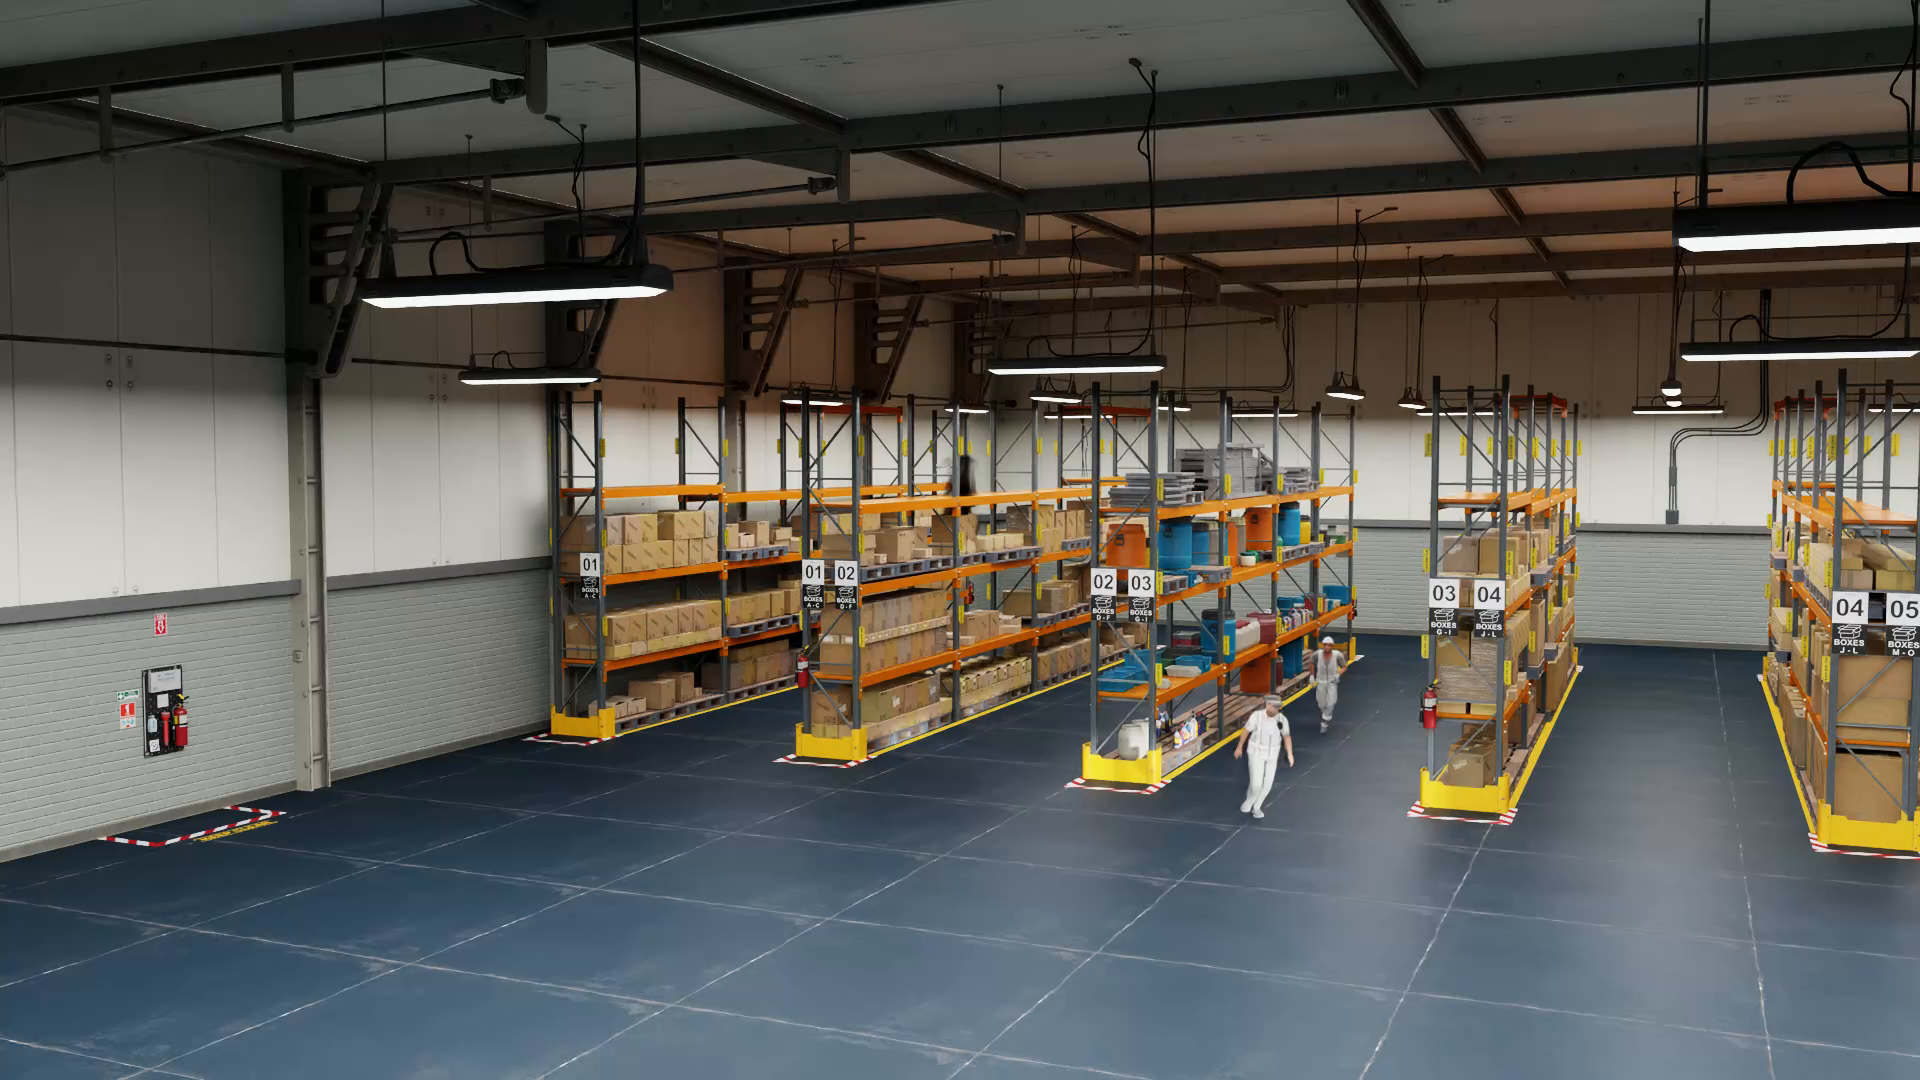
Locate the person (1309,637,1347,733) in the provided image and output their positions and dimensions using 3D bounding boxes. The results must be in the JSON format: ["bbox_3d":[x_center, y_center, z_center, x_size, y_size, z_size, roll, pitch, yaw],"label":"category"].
[{"bbox_3d":[6.466,2.532,29.235,0.625,1.709,0.717,0,3,6],"label":"person"}]

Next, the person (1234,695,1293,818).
[{"bbox_3d":[4.122,2.915,22.419,0.655,1.705,0.690,-1,3,-15],"label":"person"}]
